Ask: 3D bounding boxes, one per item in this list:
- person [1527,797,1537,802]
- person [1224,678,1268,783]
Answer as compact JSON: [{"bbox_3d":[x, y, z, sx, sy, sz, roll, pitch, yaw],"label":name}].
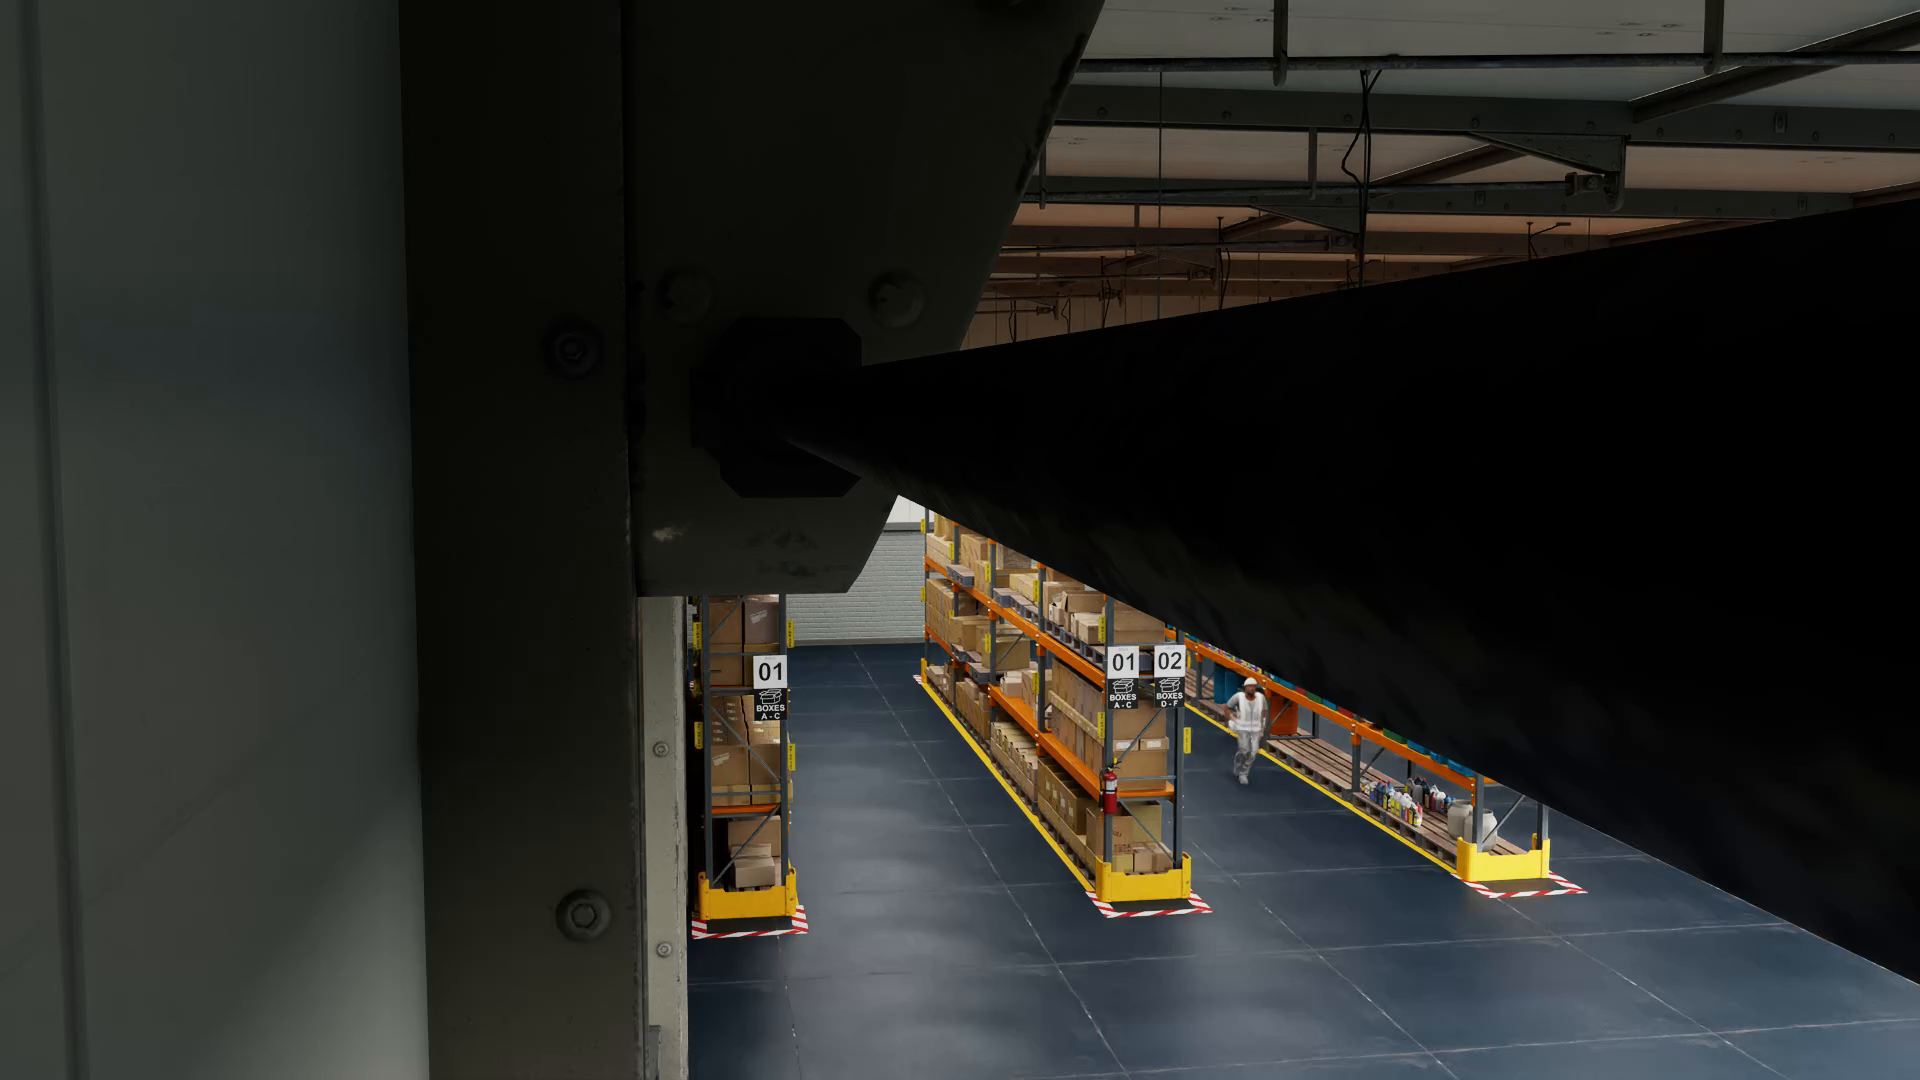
[{"bbox_3d":[8.995,3.254,25.883,0.653,1.650,0.643,-2,6,-26],"label":"person"},{"bbox_3d":[4.686,3.092,26.964,0.689,1.733,0.571,-1,5,-10],"label":"person"}]
